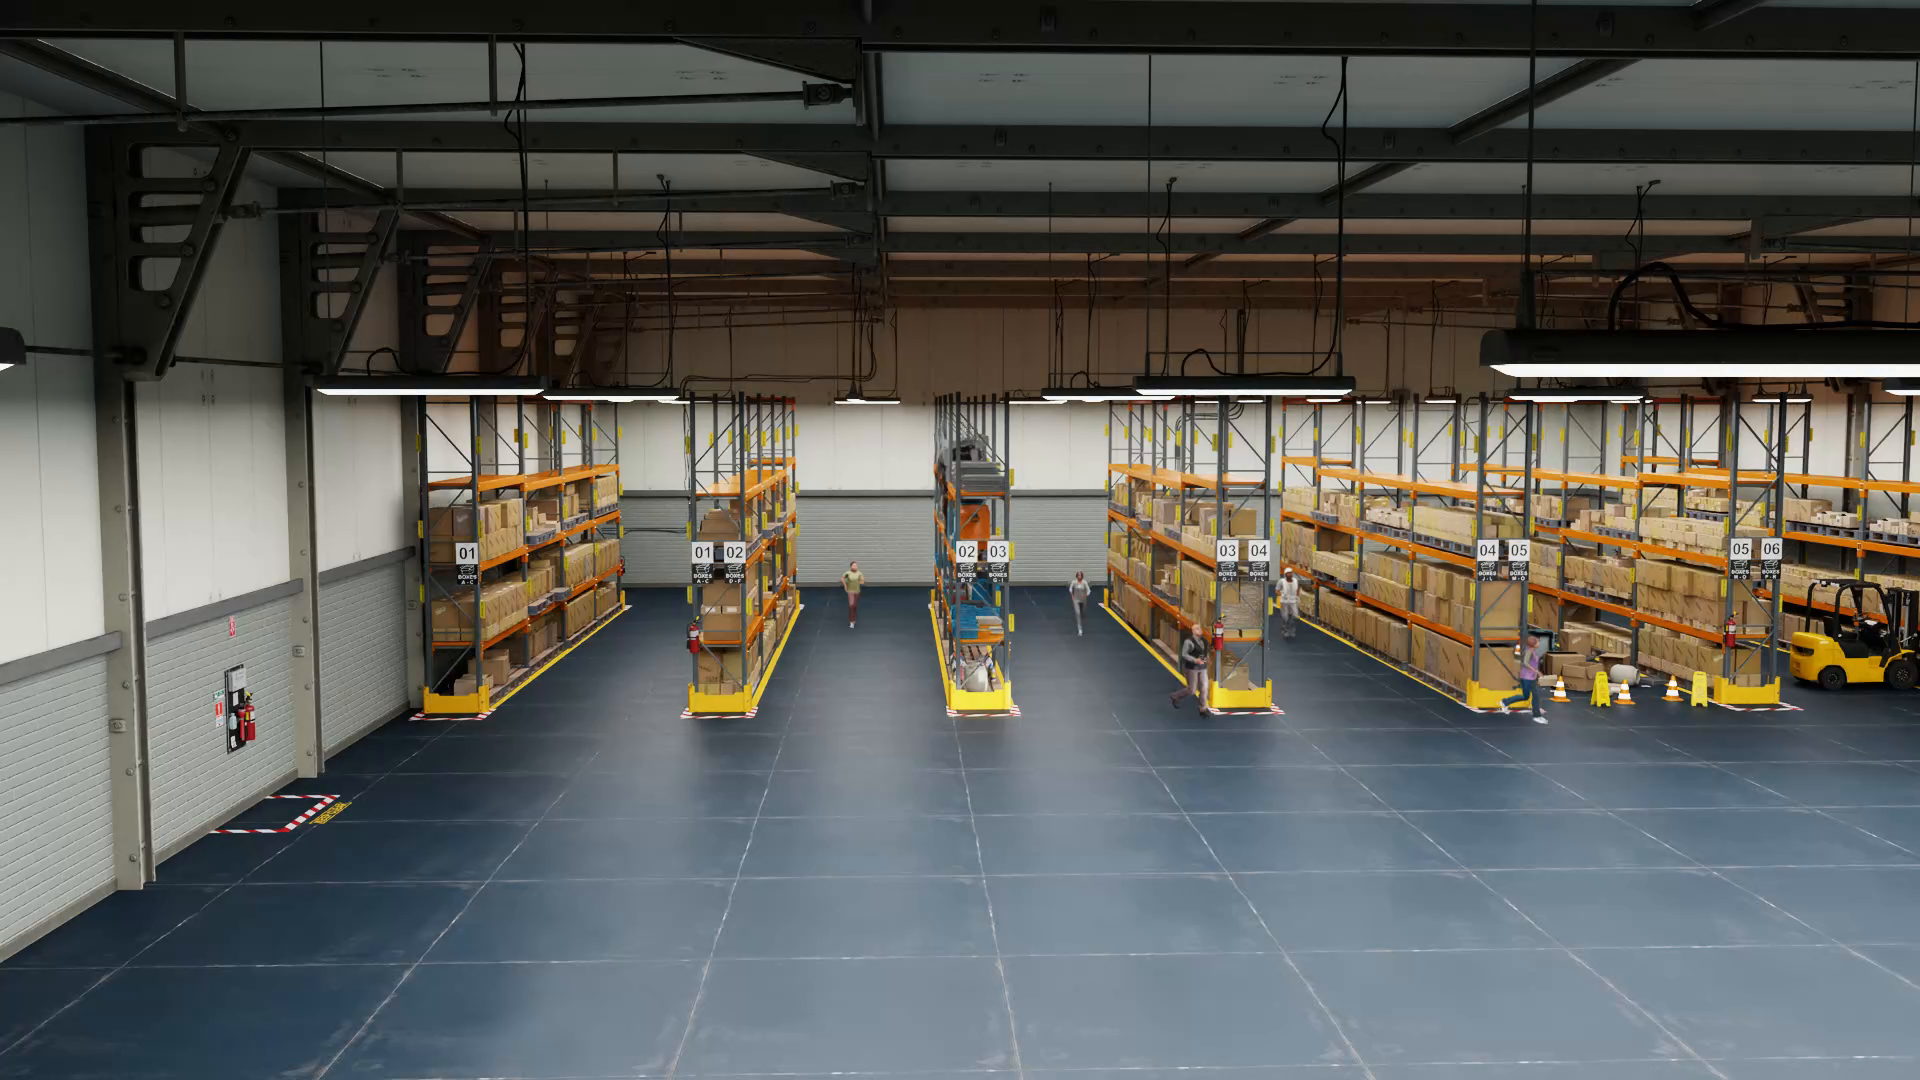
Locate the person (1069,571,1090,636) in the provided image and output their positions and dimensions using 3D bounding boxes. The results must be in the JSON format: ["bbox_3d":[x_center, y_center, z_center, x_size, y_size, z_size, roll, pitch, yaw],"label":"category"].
[{"bbox_3d":[3.038,1.576,42.112,0.509,1.589,1.015,0,5,-6],"label":"person"}]

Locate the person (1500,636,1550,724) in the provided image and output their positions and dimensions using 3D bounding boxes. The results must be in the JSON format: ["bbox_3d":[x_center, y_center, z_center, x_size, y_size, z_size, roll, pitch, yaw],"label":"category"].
[{"bbox_3d":[10.270,2.518,30.189,0.877,1.579,0.568,2,5,24],"label":"person"}]

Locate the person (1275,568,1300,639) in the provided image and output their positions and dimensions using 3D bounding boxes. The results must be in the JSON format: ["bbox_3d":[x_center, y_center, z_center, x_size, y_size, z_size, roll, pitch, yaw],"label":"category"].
[{"bbox_3d":[8.104,1.561,40.981,0.674,1.761,0.643,0,5,-4],"label":"person"}]

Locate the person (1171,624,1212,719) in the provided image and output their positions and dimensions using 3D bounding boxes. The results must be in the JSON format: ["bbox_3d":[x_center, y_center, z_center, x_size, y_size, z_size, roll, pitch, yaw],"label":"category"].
[{"bbox_3d":[4.350,2.407,30.835,0.670,1.726,0.899,-3,6,-35],"label":"person"}]

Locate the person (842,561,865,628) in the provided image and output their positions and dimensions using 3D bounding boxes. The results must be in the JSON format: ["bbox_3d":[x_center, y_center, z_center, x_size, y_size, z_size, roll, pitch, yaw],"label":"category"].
[{"bbox_3d":[-2.777,1.413,43.433,0.562,1.729,0.762,-1,5,-16],"label":"person"}]
